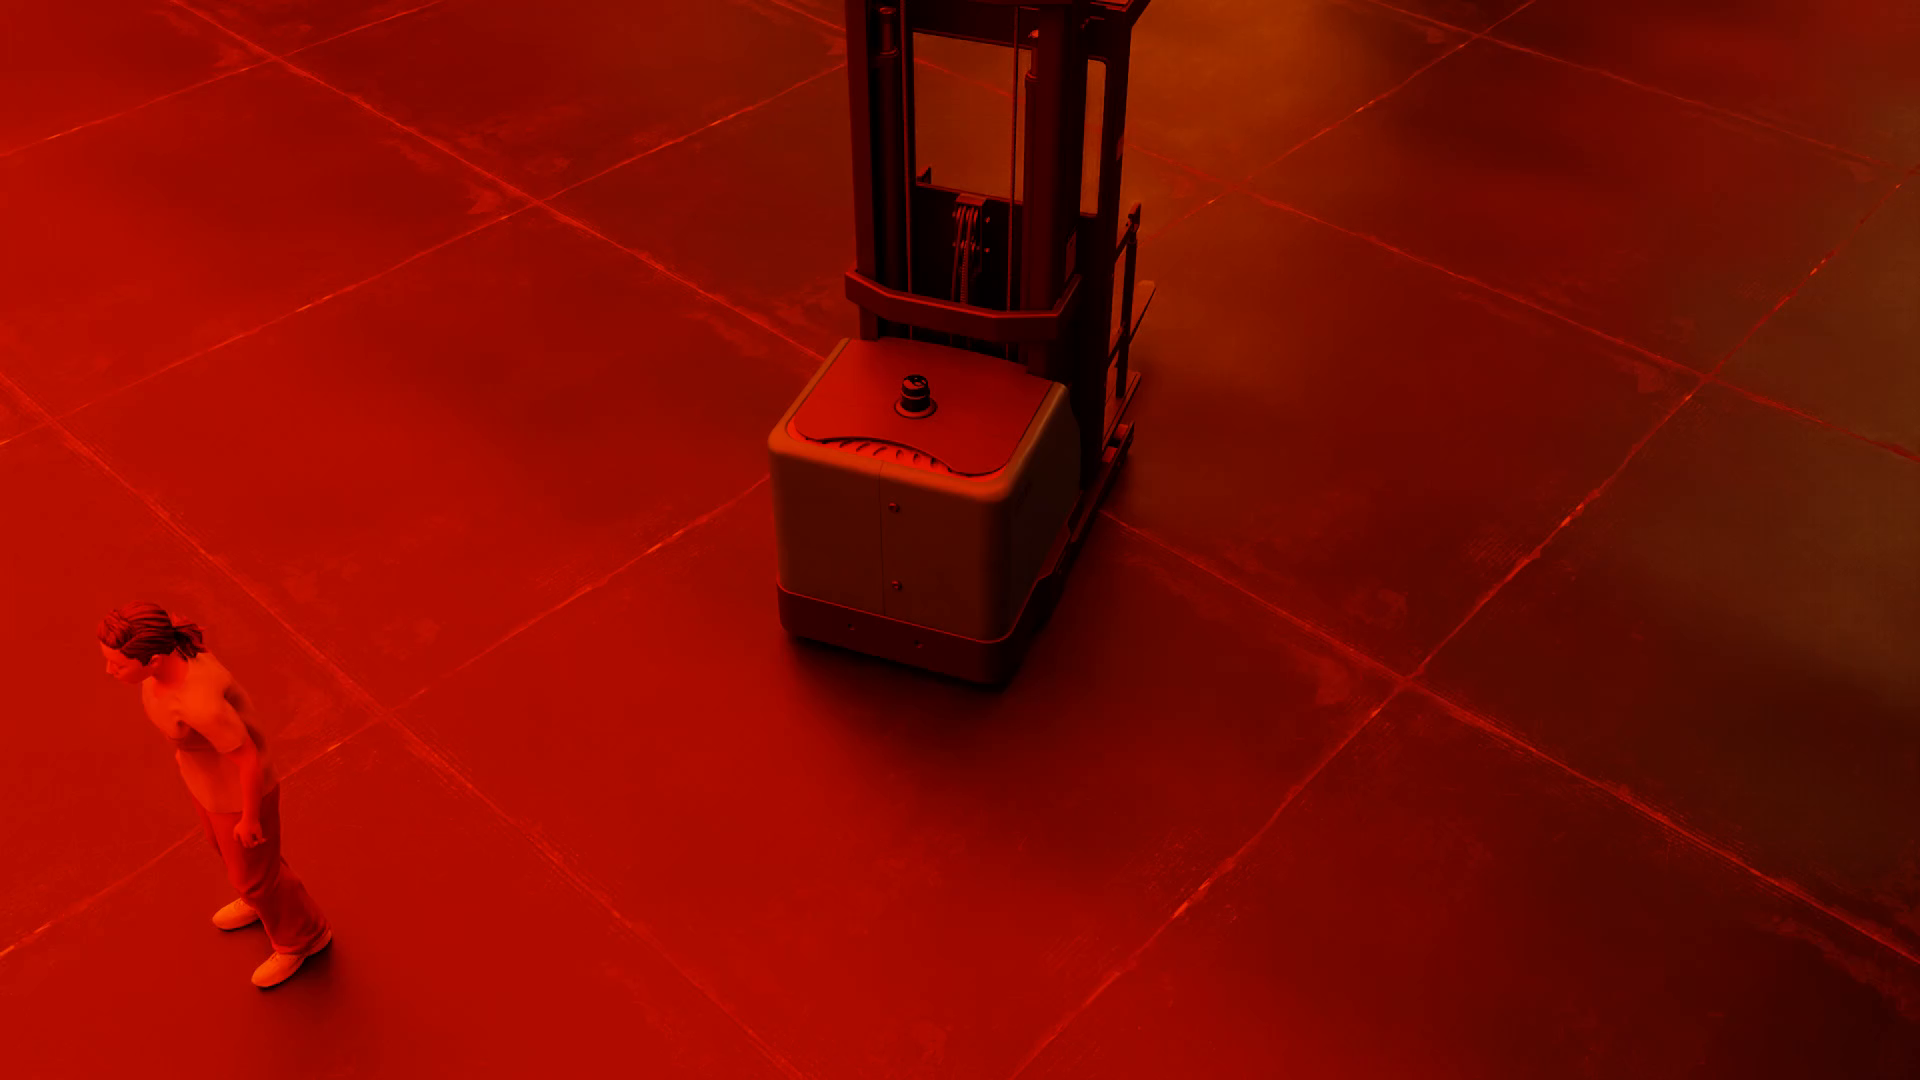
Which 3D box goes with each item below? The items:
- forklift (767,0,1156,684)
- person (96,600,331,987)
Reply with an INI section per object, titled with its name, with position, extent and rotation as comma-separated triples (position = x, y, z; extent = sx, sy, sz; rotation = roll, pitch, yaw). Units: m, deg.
[forklift]
position = 0.211, -1.484, 7.158
extent = 1.130, 2.935, 3.031
rotation = 14, 42, 15
[person]
position = -2.425, 0.808, 5.454
extent = 0.356, 1.673, 0.519
rotation = -31, 50, -31
